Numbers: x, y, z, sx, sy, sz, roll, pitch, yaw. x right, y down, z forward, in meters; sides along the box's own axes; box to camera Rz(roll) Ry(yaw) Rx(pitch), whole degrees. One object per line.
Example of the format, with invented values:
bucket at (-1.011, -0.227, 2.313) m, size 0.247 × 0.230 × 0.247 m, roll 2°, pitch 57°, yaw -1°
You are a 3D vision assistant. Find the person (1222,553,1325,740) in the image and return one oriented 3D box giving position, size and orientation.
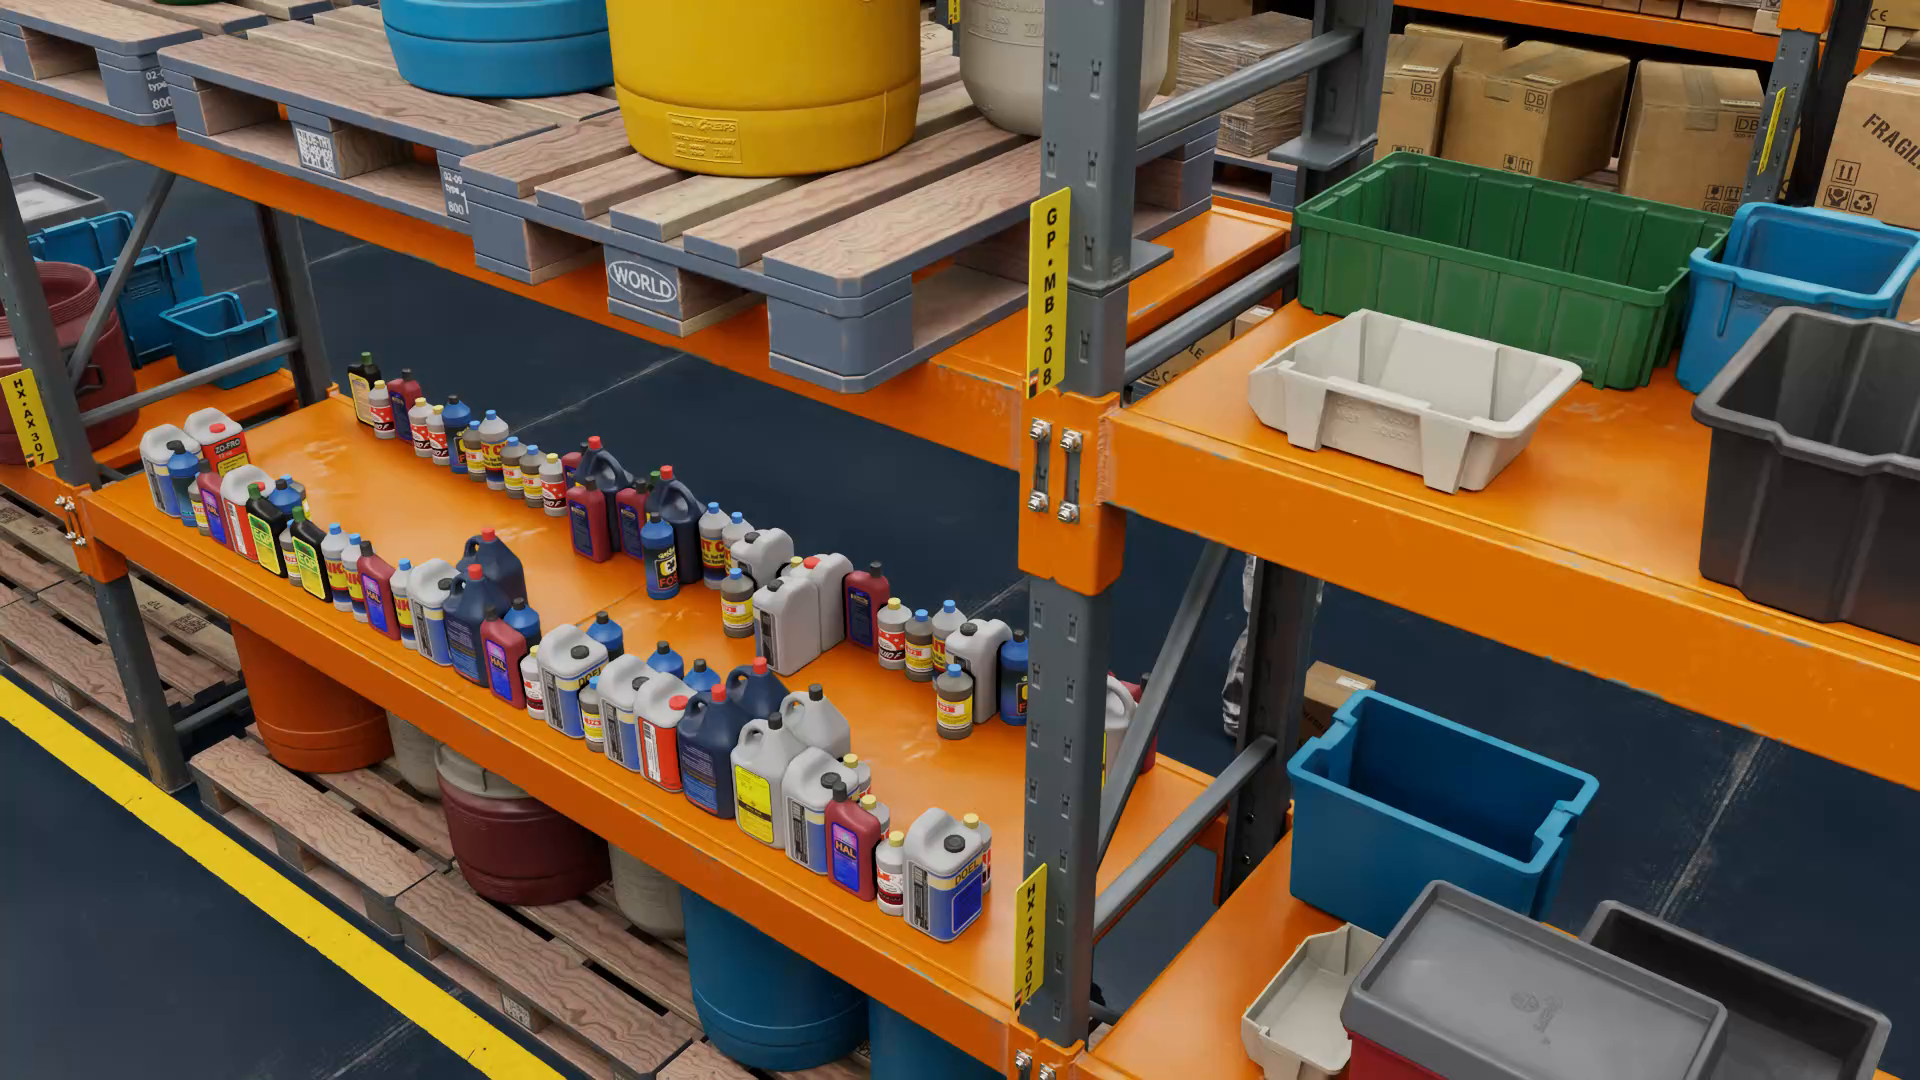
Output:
person at (1.248, -0.050, 6.205) m, size 0.447 × 1.775 × 0.616 m, roll 21°, pitch 37°, yaw 31°
